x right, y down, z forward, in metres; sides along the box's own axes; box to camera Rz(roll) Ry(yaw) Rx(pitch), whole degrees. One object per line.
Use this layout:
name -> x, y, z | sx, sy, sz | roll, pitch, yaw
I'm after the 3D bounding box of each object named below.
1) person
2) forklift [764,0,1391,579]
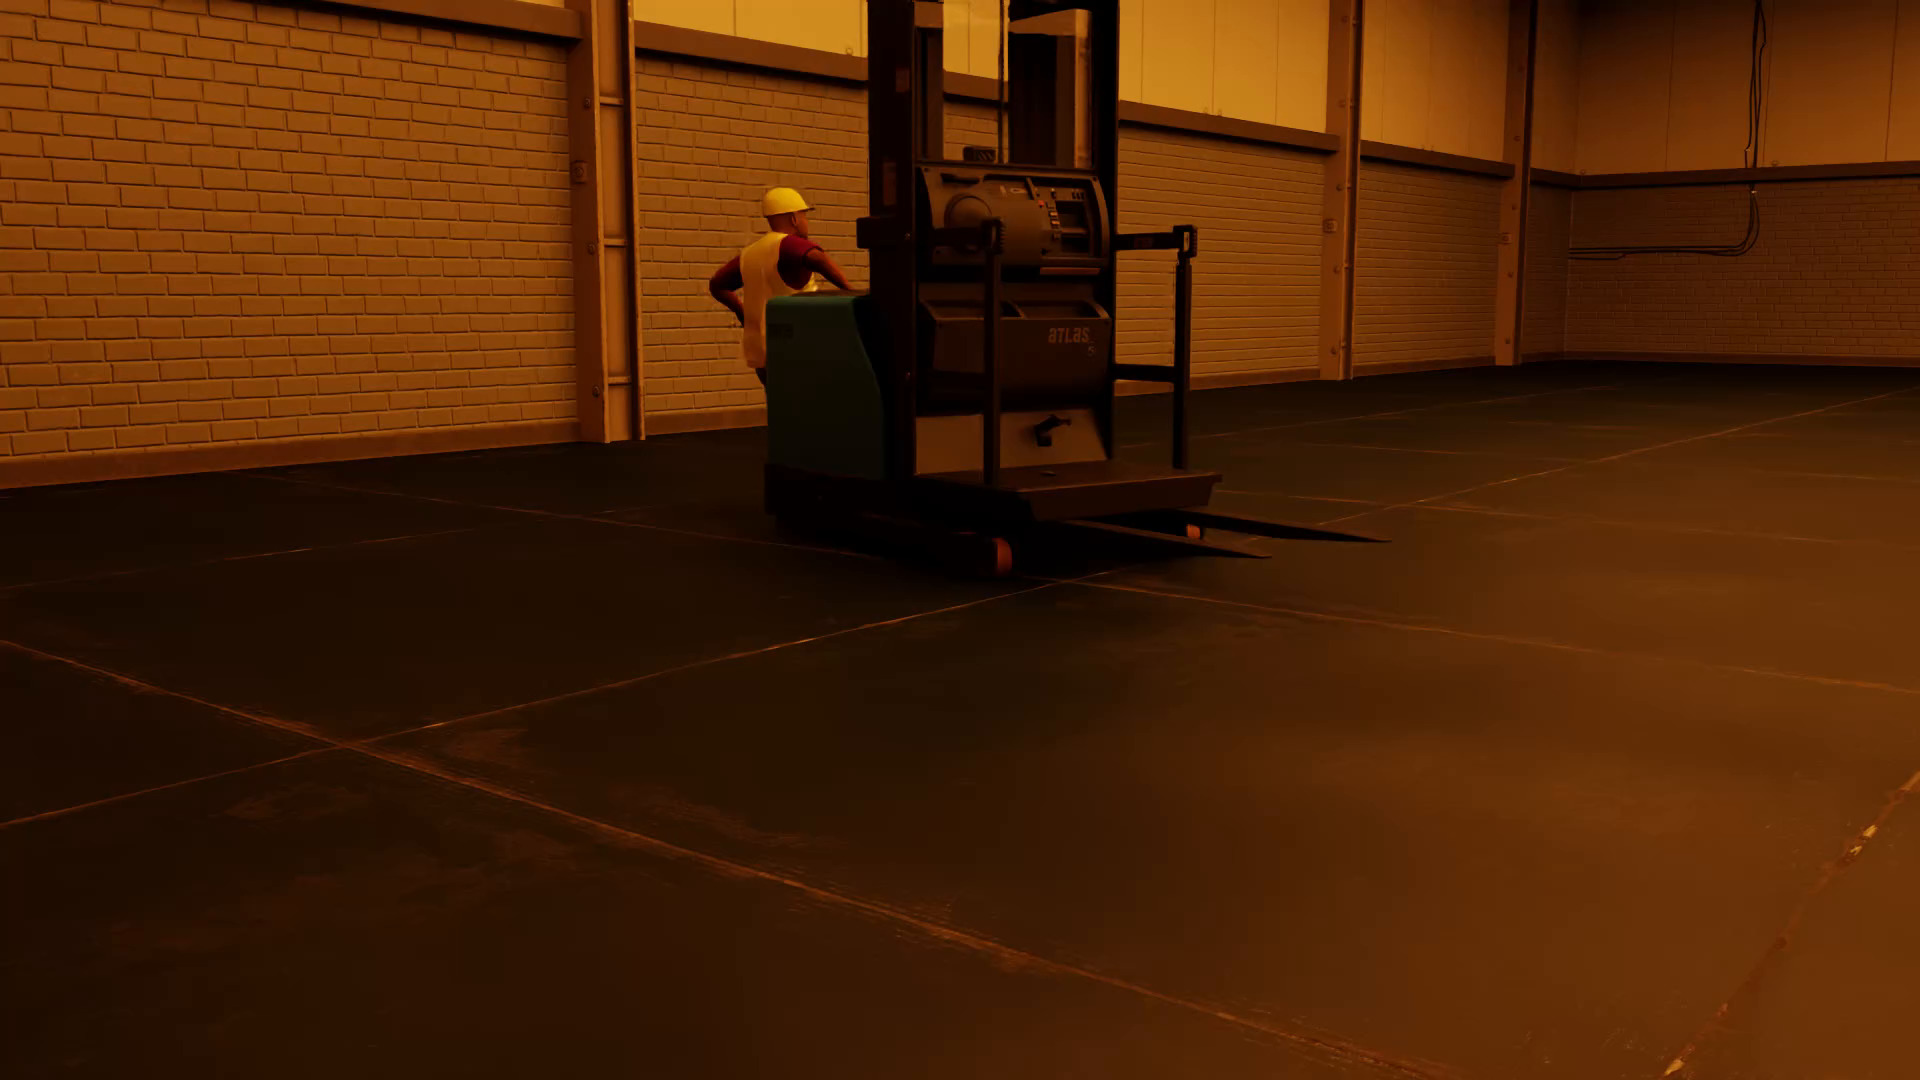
person -> -0.709, -1.005, 8.686 | 0.905, 1.625, 1.119 | -5, 10, -33
forklift -> 0.363, -1.379, 6.707 | 1.130, 2.935, 3.031 | -6, 10, -36
